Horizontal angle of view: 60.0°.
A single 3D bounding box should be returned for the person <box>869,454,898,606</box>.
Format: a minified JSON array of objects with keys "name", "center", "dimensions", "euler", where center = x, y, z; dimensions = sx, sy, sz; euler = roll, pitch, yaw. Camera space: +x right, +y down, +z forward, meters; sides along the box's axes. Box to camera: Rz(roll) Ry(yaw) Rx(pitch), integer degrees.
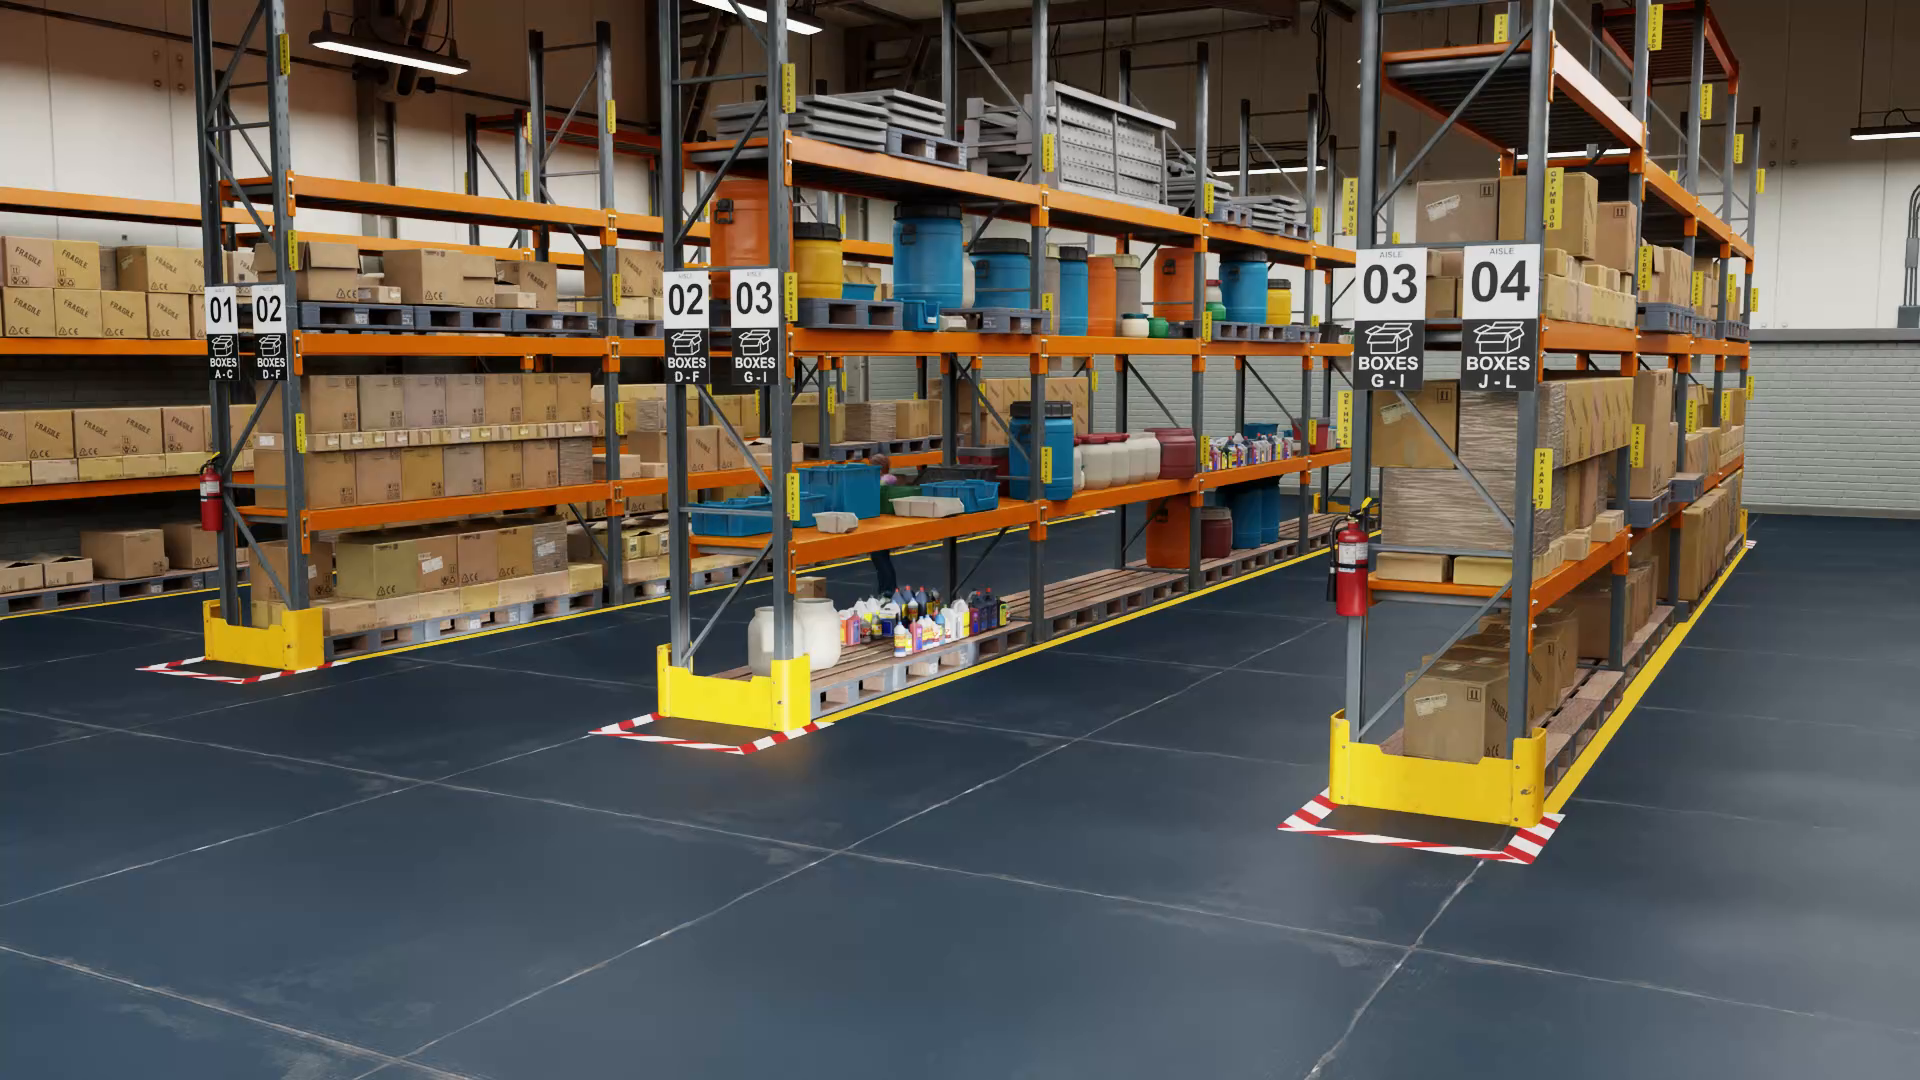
[{"name":"person","center":[-0.805,-0.068,17.328],"dimensions":[0.370,1.637,0.453],"euler":[2,6,16]}]
